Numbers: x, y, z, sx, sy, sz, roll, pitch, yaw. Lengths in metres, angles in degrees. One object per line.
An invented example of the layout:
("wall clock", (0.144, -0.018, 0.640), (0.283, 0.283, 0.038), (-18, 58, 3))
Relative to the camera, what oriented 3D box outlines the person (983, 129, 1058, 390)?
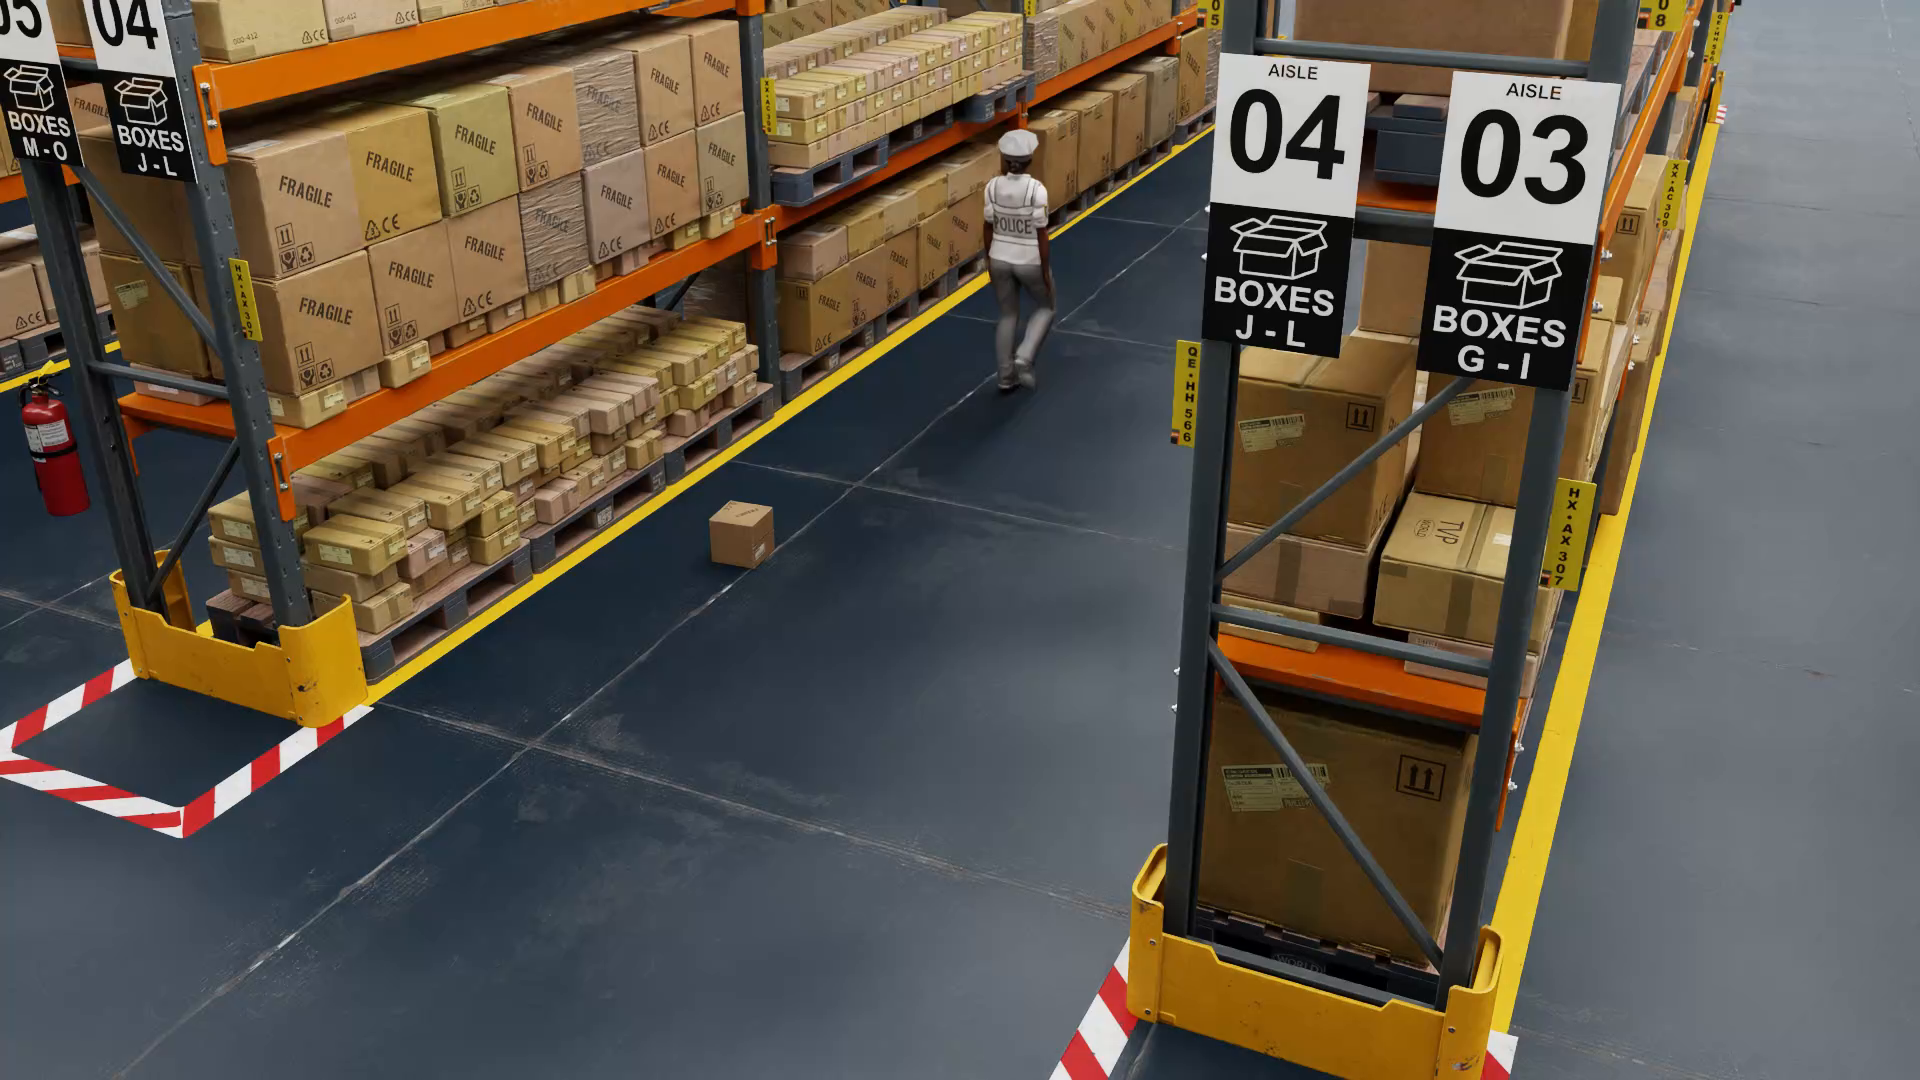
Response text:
("person", (0.389, -1.786, 10.643), (0.470, 1.685, 0.444), (11, 28, 20))
